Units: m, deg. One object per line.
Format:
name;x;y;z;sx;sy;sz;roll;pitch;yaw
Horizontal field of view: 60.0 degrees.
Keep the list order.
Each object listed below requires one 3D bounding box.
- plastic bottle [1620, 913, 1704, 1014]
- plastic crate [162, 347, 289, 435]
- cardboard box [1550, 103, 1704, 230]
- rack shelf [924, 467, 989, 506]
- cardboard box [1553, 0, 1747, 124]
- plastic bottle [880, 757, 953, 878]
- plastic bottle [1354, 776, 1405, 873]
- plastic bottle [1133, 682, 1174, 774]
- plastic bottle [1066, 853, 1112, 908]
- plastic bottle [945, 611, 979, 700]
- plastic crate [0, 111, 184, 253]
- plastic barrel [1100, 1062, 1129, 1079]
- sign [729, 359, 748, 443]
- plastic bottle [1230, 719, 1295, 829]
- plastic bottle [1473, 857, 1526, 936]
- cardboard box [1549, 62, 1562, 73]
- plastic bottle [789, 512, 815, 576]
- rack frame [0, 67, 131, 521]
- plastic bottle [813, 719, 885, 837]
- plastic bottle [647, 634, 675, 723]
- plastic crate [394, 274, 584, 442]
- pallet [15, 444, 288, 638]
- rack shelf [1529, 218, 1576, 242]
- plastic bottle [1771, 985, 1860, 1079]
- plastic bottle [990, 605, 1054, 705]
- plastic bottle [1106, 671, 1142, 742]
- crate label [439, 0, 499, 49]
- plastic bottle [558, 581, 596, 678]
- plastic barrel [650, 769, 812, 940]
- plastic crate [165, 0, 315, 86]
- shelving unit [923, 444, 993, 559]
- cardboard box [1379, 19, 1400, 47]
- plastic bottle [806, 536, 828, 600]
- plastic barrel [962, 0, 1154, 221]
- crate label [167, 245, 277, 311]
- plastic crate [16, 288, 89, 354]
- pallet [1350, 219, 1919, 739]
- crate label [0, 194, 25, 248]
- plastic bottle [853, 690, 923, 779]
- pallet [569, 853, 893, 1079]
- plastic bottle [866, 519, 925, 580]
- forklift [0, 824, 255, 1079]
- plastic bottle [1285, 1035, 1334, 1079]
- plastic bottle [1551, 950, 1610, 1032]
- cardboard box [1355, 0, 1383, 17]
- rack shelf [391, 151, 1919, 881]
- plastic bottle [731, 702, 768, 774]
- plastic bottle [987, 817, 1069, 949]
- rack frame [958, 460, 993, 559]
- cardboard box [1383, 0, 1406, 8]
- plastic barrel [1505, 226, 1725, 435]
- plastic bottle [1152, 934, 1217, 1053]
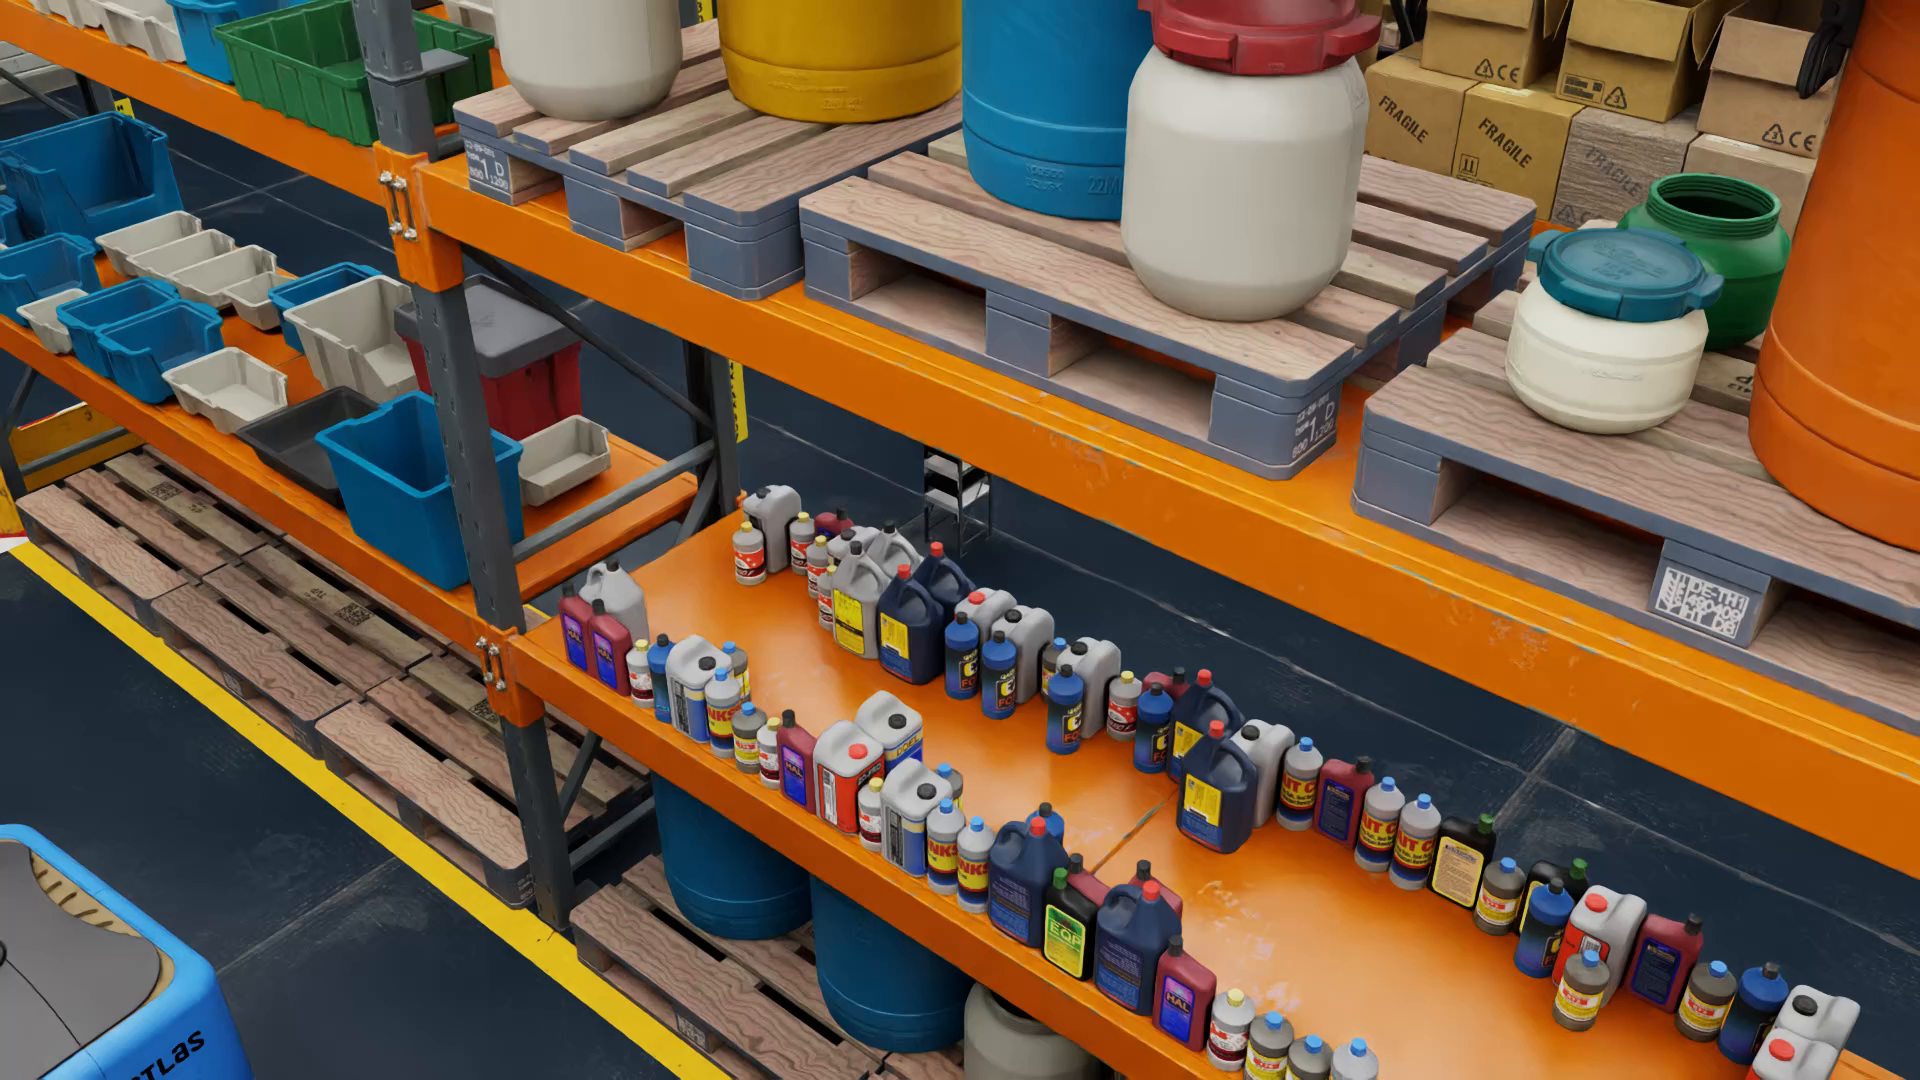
plastic bottle;1.618;0.951;3.818;0.133;0.283;0.061;25;42;32
plastic crate;-2.638;-0.526;6.046;0.466;0.136;0.293;25;42;32
cardboard box;3.027;-1.667;7.440;0.500;0.500;0.500;24;41;31
rack shelf;-0.006;-0.272;7.569;0.200;0.077;0.258;25;42;32
cardboard box;3.078;-2.238;7.384;0.637;0.503;0.797;26;42;32
plastic bottle;-0.105;0.694;4.199;0.135;0.276;0.152;25;42;32
plastic bottle;1.059;0.706;4.186;0.097;0.271;0.097;0;34;0
plastic bottle;0.523;0.498;4.489;0.097;0.271;0.097;0;34;0
plastic bottle;0.299;0.871;3.936;0.133;0.283;0.061;25;42;32
plastic bottle;0.005;0.322;4.746;0.097;0.271;0.097;0;34;0
plastic crate;-3.804;-1.558;7.284;0.499;0.435;0.616;25;42;32
plastic barrel;0.712;1.581;4.557;0.708;0.588;0.600;25;42;32
sign;-0.754;-0.462;5.529;0.005;0.325;0.100;25;42;32
plastic bottle;0.775;0.591;4.350;0.135;0.276;0.152;25;42;32
plastic bottle;1.311;0.854;4.032;0.097;0.201;0.097;0;34;0
cardboard box;2.972;-2.073;8.030;0.500;0.500;0.500;27;43;33
plastic bottle;-0.491;0.005;5.269;0.097;0.201;0.097;0;34;0
rack frame;-4.181;-1.558;7.370;0.127;3.000;1.000;25;42;32
plastic bottle;-0.284;0.610;4.321;0.135;0.276;0.152;25;42;32
plastic bottle;-0.821;0.379;4.662;0.097;0.271;0.097;0;34;0
plastic crate;-1.633;-0.593;5.855;0.583;0.464;0.402;25;42;32
pallet;-3.572;-0.093;7.699;1.213;0.211;1.003;25;42;32
rack shelf;3.599;-1.243;7.546;4.000;0.370;1.077;25;42;32
plastic bottle;1.841;1.093;3.618;0.135;0.276;0.152;25;42;32
plastic bottle;0.174;0.307;4.762;0.135;0.276;0.152;25;42;32
plastic bottle;0.459;0.452;4.617;0.097;0.201;0.097;0;34;0
crate label;-1.298;-1.540;4.926;0.466;0.136;0.293;25;42;32
plastic bottle;-1.098;0.257;4.829;0.133;0.283;0.061;25;42;32
plastic barrel;-0.700;0.787;5.437;0.708;0.901;0.600;25;42;32
plastic crate;-2.011;-1.468;4.736;0.300;0.233;0.416;25;42;32
shelving unit;-0.006;-0.374;7.500;0.210;0.900;0.258;25;42;32
cardboard box;3.405;-4.038;13.128;0.250;0.149;0.380;23;41;30
plastic bottle;-0.427;0.079;5.160;0.097;0.201;0.097;0;34;0
plastic barrel;0.302;-1.174;3.347;0.708;0.901;0.600;25;42;32
crate label;-2.996;-1.056;6.818;0.243;0.136;0.396;25;42;32
plastic crate;-3.487;-0.844;6.509;0.298;0.136;0.250;25;42;32
pallet;1.442;-0.139;2.820;1.213;0.211;1.003;25;42;32
crate label;-4.202;-1.281;7.061;0.303;0.233;0.416;25;42;32
plastic bottle;-0.186;0.544;4.418;0.135;0.276;0.152;25;42;32
pallet;-0.541;1.338;5.616;1.213;0.211;1.003;25;42;32
plastic bottle;-0.191;0.101;4.996;0.185;0.351;0.144;25;42;32
forklift;-3.170;1.293;3.278;1.130;2.935;3.031;22;40;29
plastic bottle;0.755;1.151;3.600;0.097;0.201;0.097;0;34;0
plastic bottle;1.420;1.017;3.795;0.097;0.201;0.097;0;34;0
cardboard box;1.857;-2.919;8.558;0.500;0.500;0.500;25;42;32
rack shelf;0.430;-0.325;3.560;4.000;0.370;1.077;25;42;32
plastic bottle;-0.568;0.527;4.508;0.097;0.201;0.097;0;34;0
plastic bottle;0.164;0.794;3.988;0.185;0.351;0.144;25;42;32
rack frame;0.072;-0.337;7.446;0.006;0.900;0.240;25;42;32
cardboard box;3.448;-4.272;12.943;0.250;0.149;0.380;26;42;32
plastic barrel;1.049;-0.338;2.694;0.301;0.262;0.301;0;34;0
plastic bottle;0.505;1.012;3.729;0.133;0.283;0.061;25;42;32
